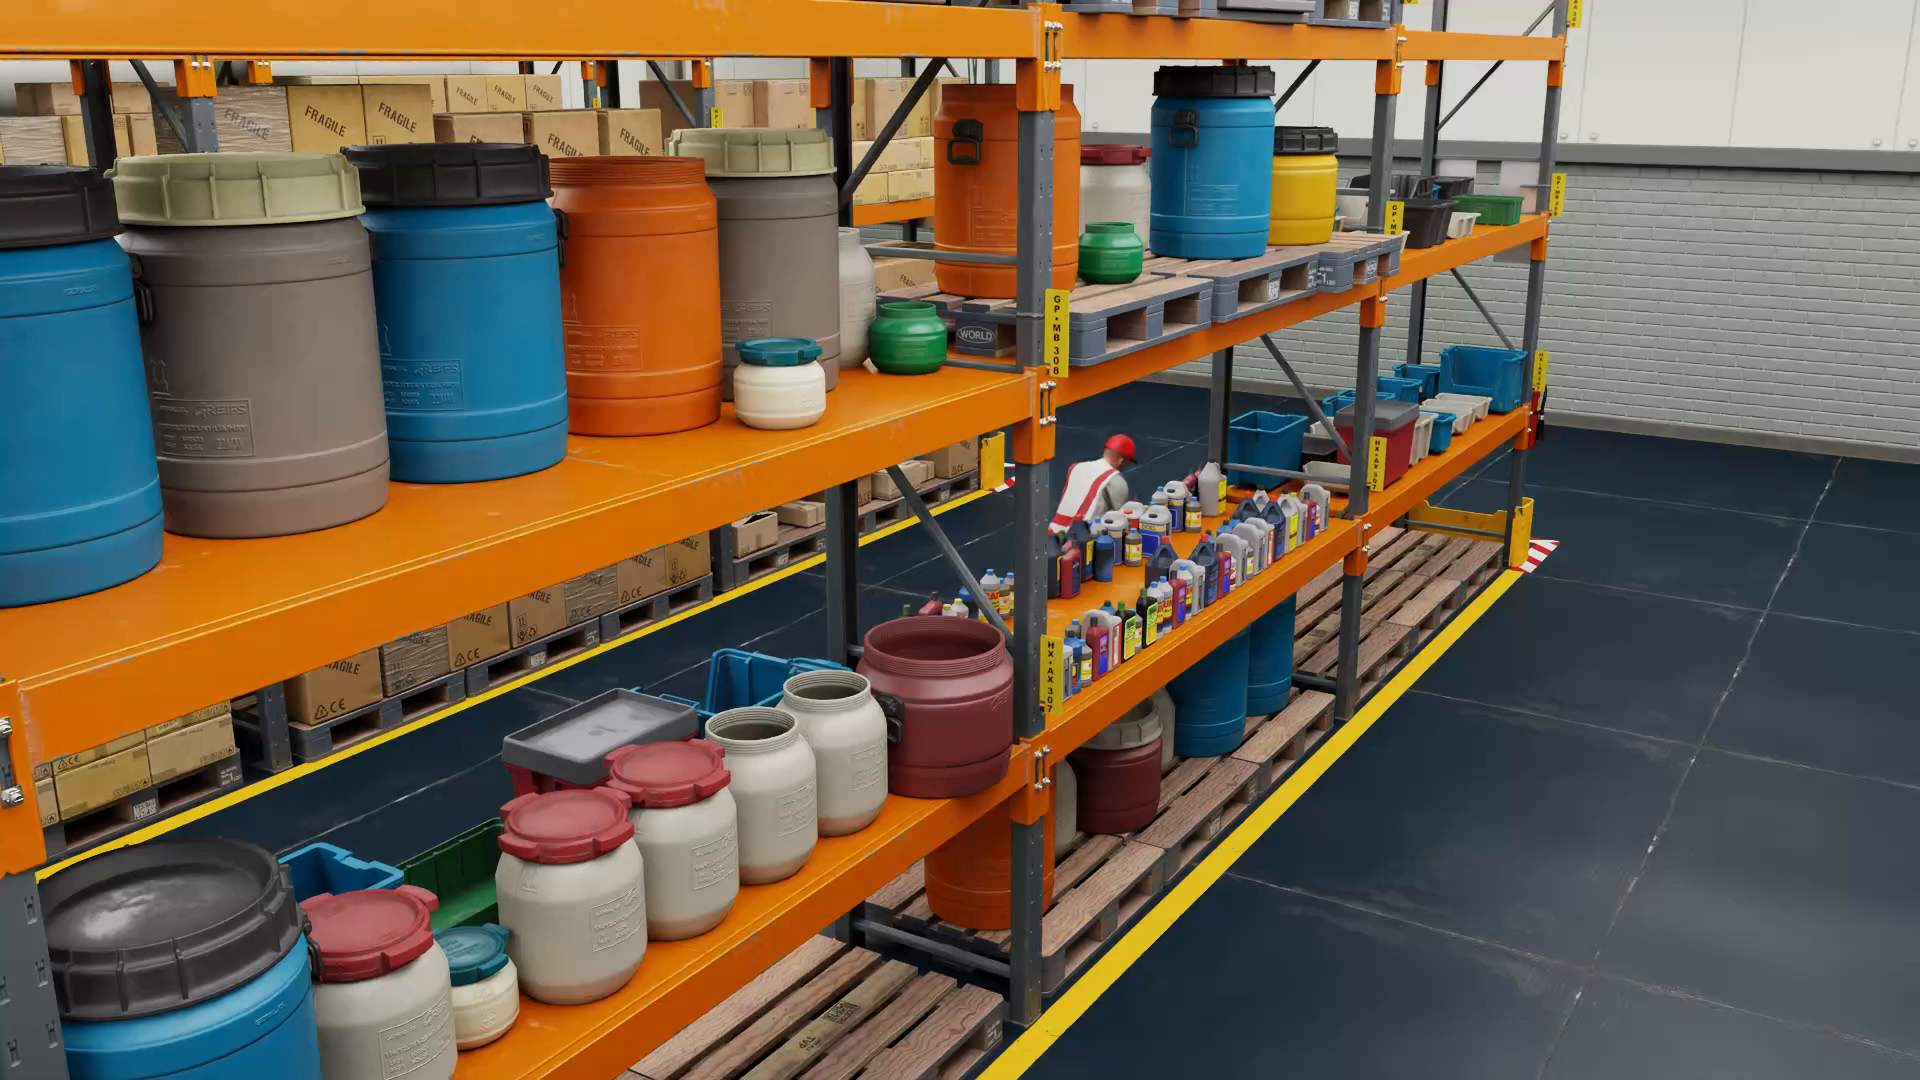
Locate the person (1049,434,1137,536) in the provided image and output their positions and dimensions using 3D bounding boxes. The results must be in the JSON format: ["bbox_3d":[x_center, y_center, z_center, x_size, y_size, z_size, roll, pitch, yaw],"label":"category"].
[{"bbox_3d":[0.907,0.042,11.370,0.711,1.498,0.581,-11,19,-33],"label":"person"}]
